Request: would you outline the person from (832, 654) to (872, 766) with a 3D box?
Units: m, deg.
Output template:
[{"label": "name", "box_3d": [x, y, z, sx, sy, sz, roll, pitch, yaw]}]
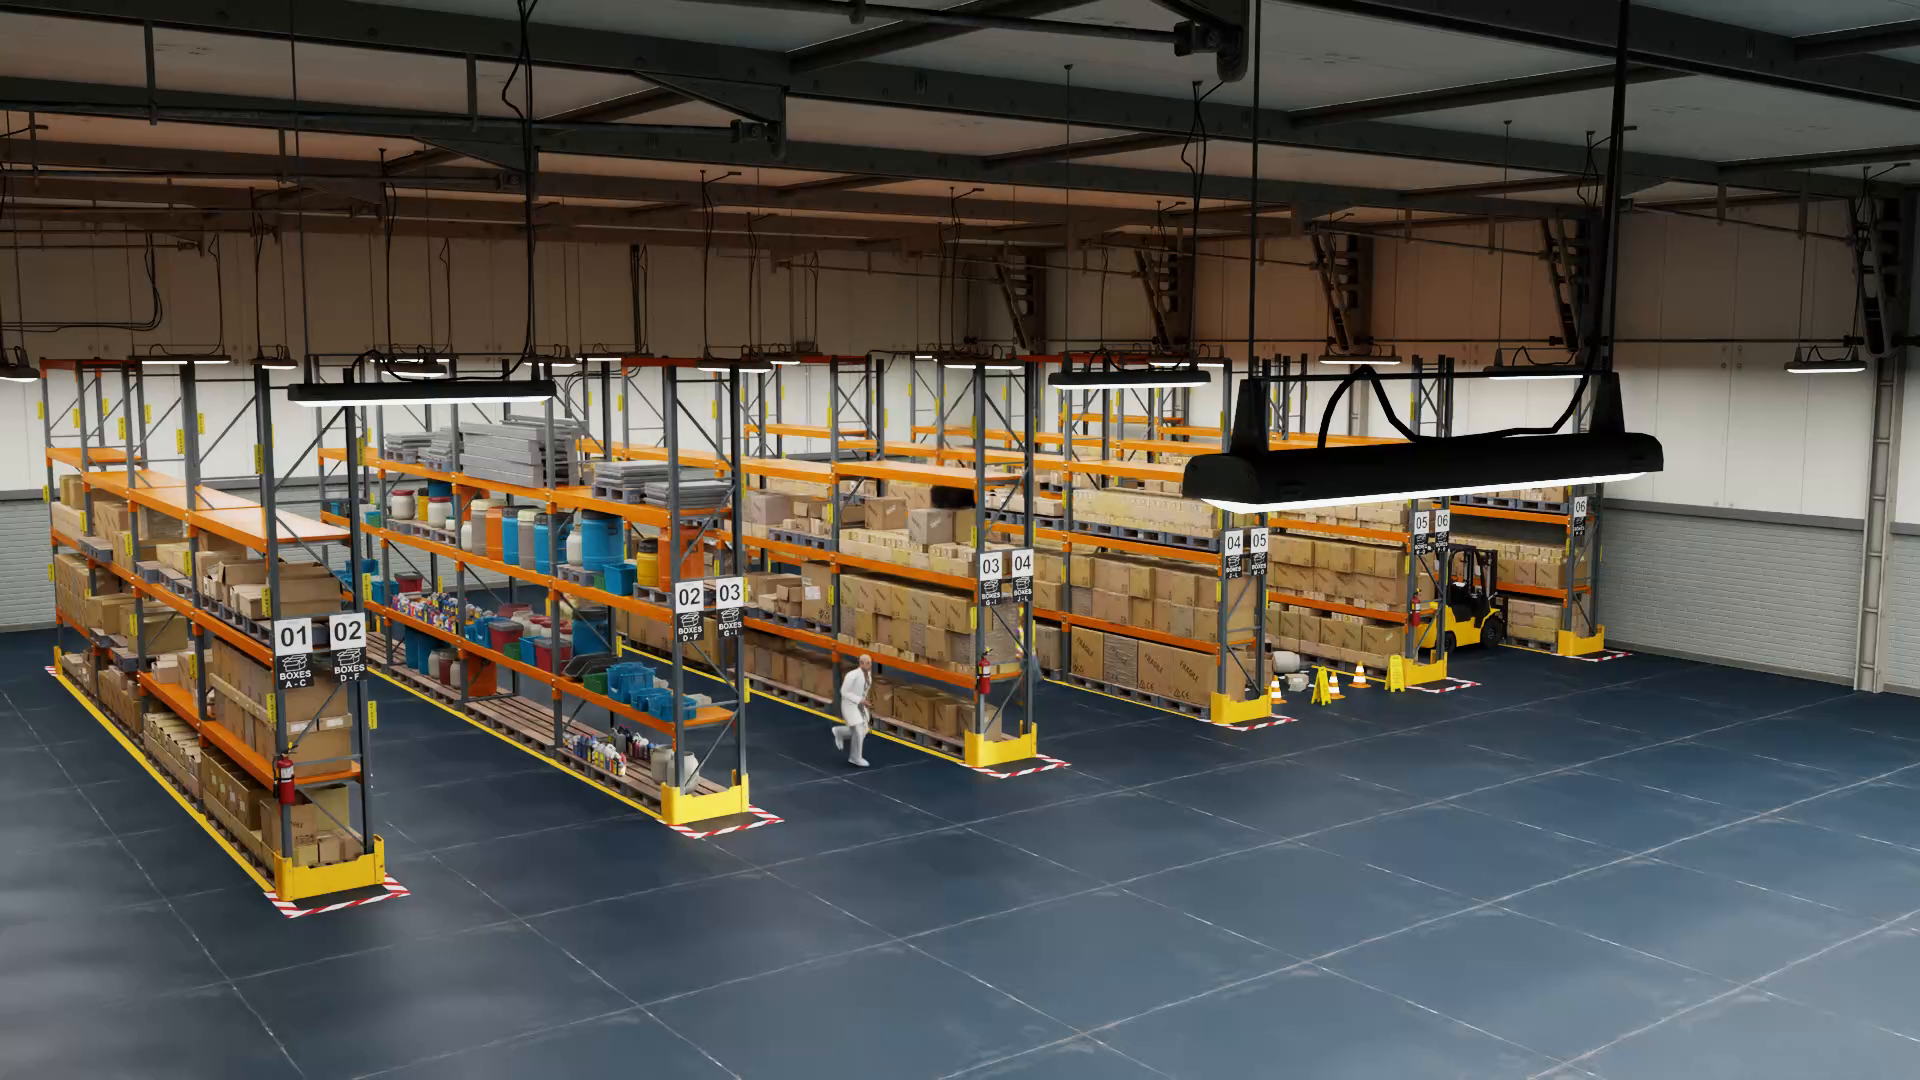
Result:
[{"label": "person", "box_3d": [-1.607, 2.527, 24.841, 0.798, 1.712, 0.704, 5, 9, 37]}]

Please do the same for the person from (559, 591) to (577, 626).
[{"label": "person", "box_3d": [-7.474, 1.707, 31.768, 0.594, 1.622, 0.725, -6, 9, -43]}]

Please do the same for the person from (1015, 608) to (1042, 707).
[{"label": "person", "box_3d": [1.137, 2.025, 28.814, 0.526, 1.724, 0.705, 6, 9, 43]}]

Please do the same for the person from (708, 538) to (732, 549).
[{"label": "person", "box_3d": [-5.977, 0.604, 40.634, 0.705, 1.788, 0.764, 5, 9, 37]}]
